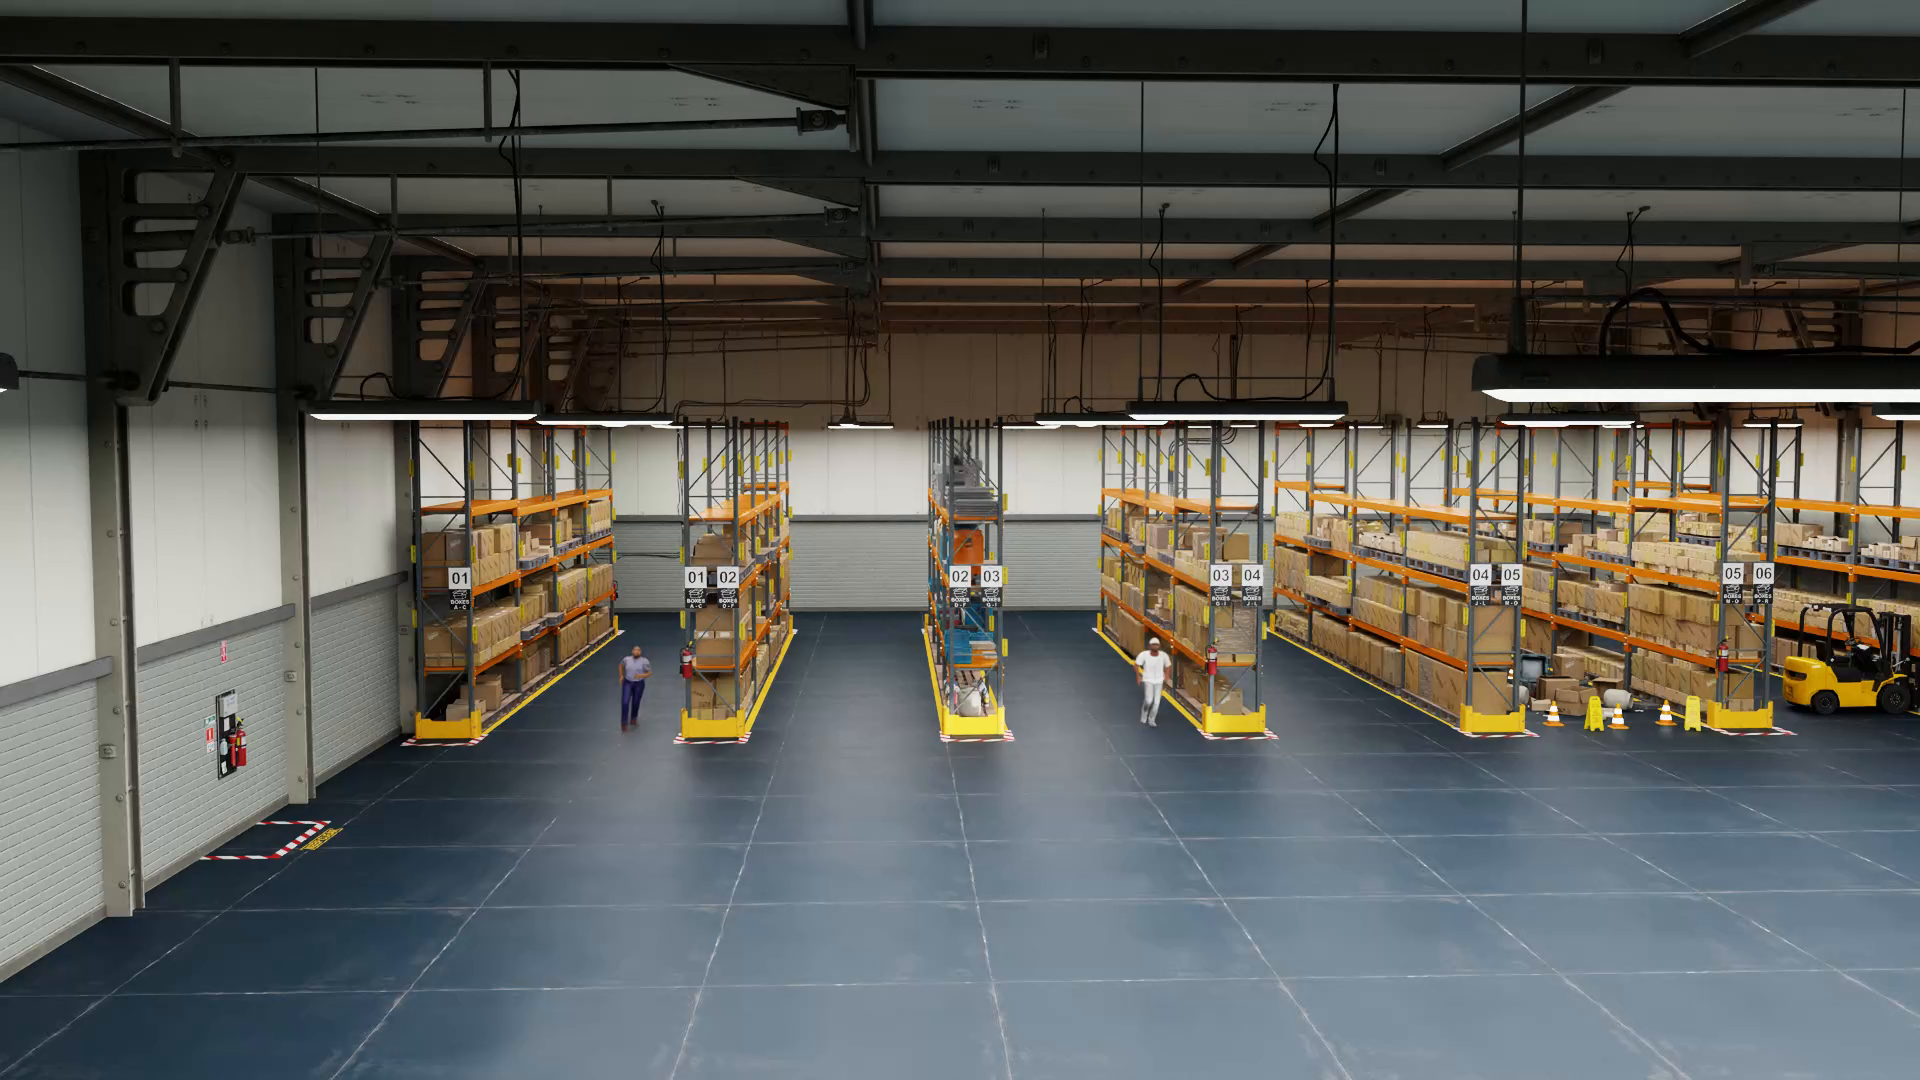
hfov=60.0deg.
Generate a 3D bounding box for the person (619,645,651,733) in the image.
[{"bbox_3d":[-6.244,2.833,31.962,0.620,1.643,0.845,-1,4,-8],"label":"person"}]

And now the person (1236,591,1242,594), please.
[{"bbox_3d":[7.737,1.819,46.474,0.743,1.736,0.908,0,4,6],"label":"person"}]

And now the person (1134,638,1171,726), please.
[{"bbox_3d":[3.767,2.753,32.232,0.704,1.727,0.559,0,4,-6],"label":"person"}]
